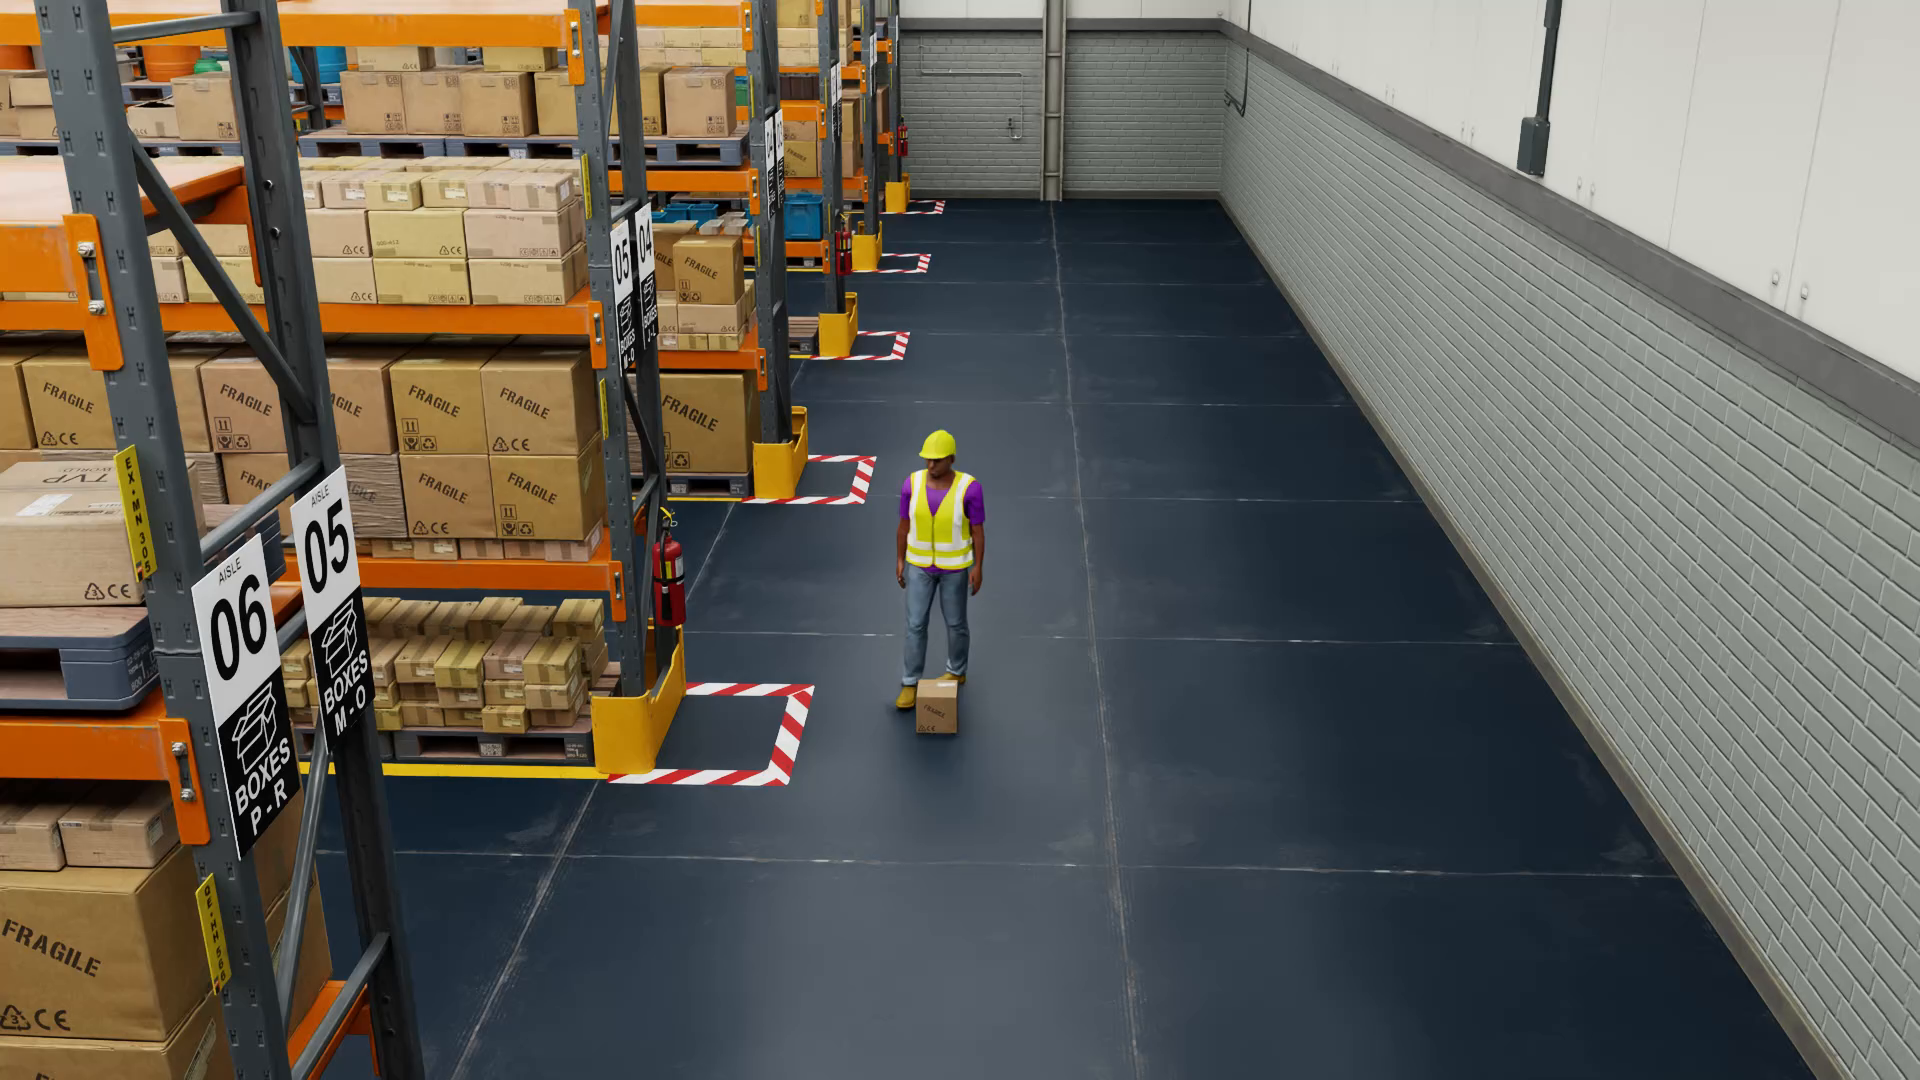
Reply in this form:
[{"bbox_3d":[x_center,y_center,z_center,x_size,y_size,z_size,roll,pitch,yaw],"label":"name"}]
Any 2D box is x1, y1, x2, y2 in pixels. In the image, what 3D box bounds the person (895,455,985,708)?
[{"bbox_3d":[-0.154,0.204,10.546,0.575,1.726,0.612,5,21,12],"label":"person"}]
